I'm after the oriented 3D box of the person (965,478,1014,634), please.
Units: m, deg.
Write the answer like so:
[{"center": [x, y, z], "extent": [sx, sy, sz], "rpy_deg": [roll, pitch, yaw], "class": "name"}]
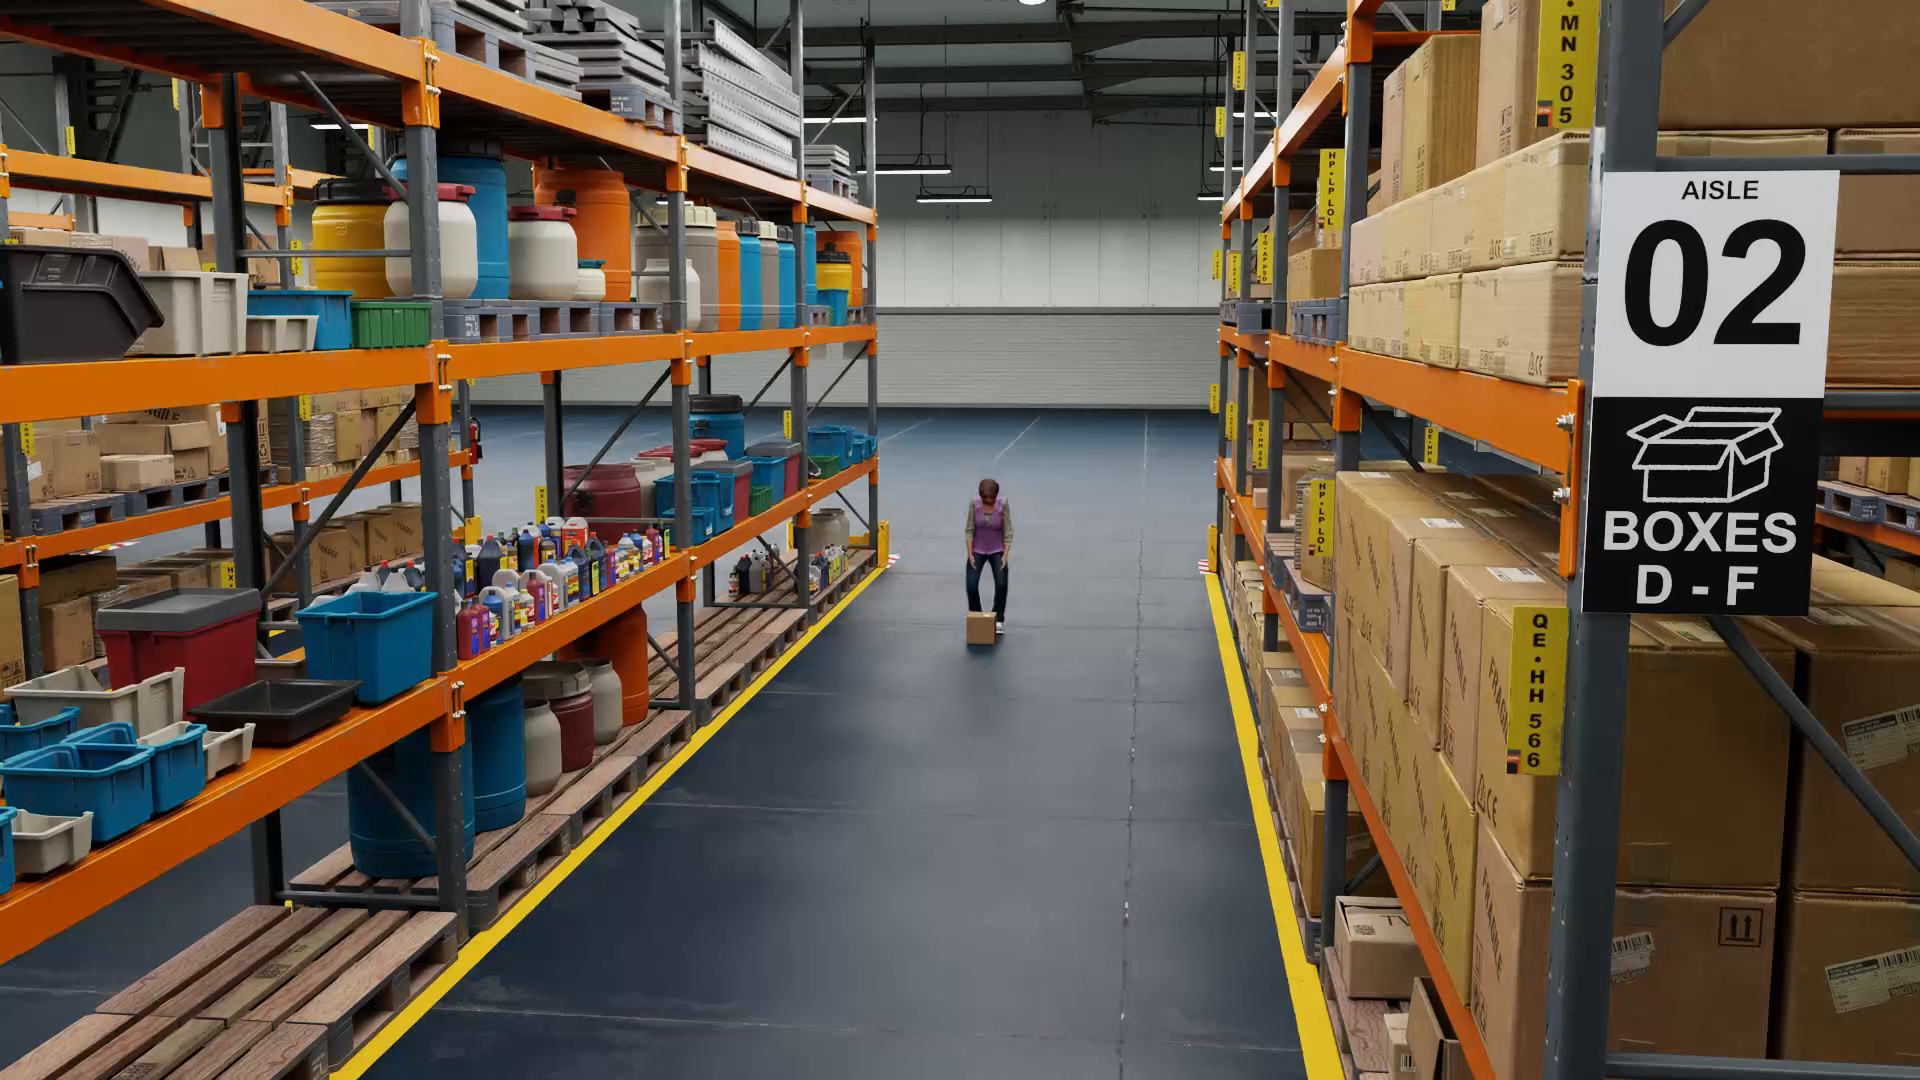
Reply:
[{"center": [0.275, 0.153, 15.357], "extent": [0.451, 1.437, 0.518], "rpy_deg": [1, 8, 7], "class": "person"}]
